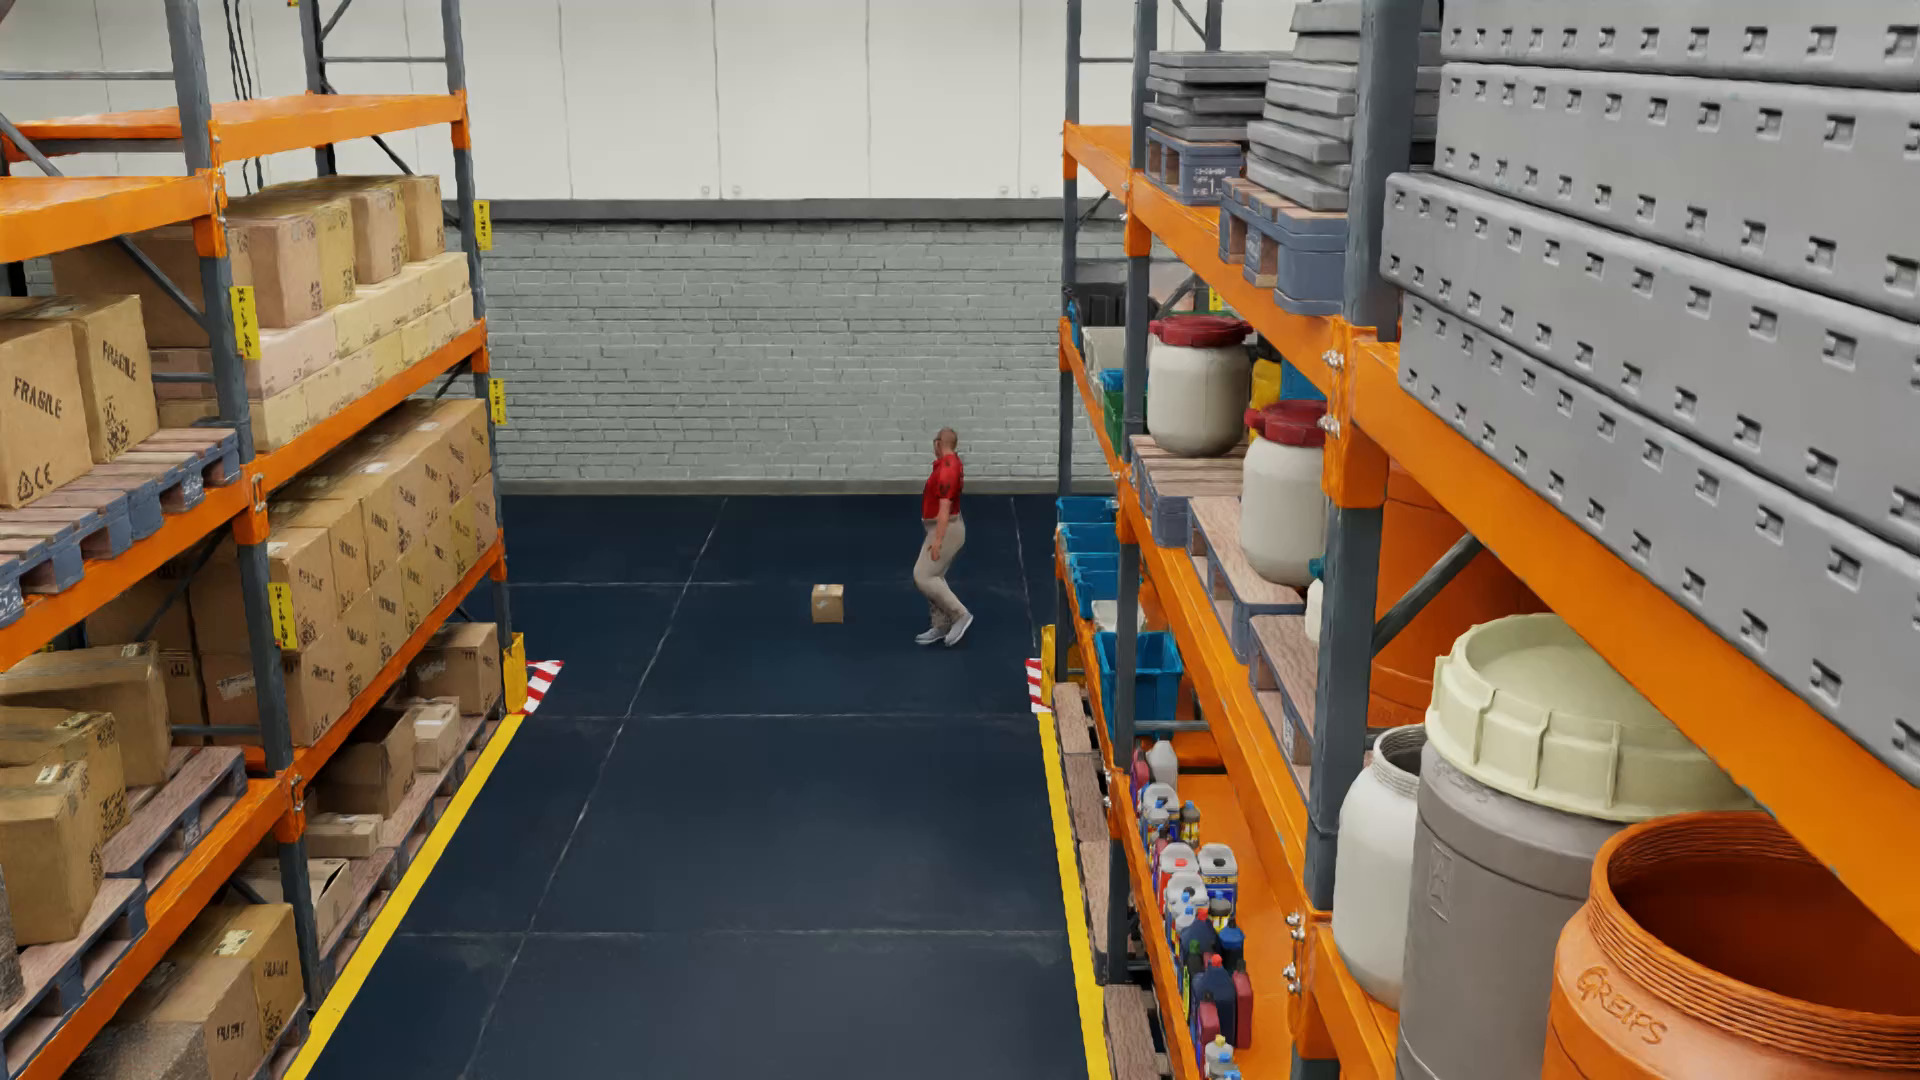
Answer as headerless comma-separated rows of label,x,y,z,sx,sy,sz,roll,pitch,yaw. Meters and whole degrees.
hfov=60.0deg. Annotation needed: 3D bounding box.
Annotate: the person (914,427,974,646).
person,-0.136,-0.031,13.217,0.476,1.711,0.684,-1,17,-2
